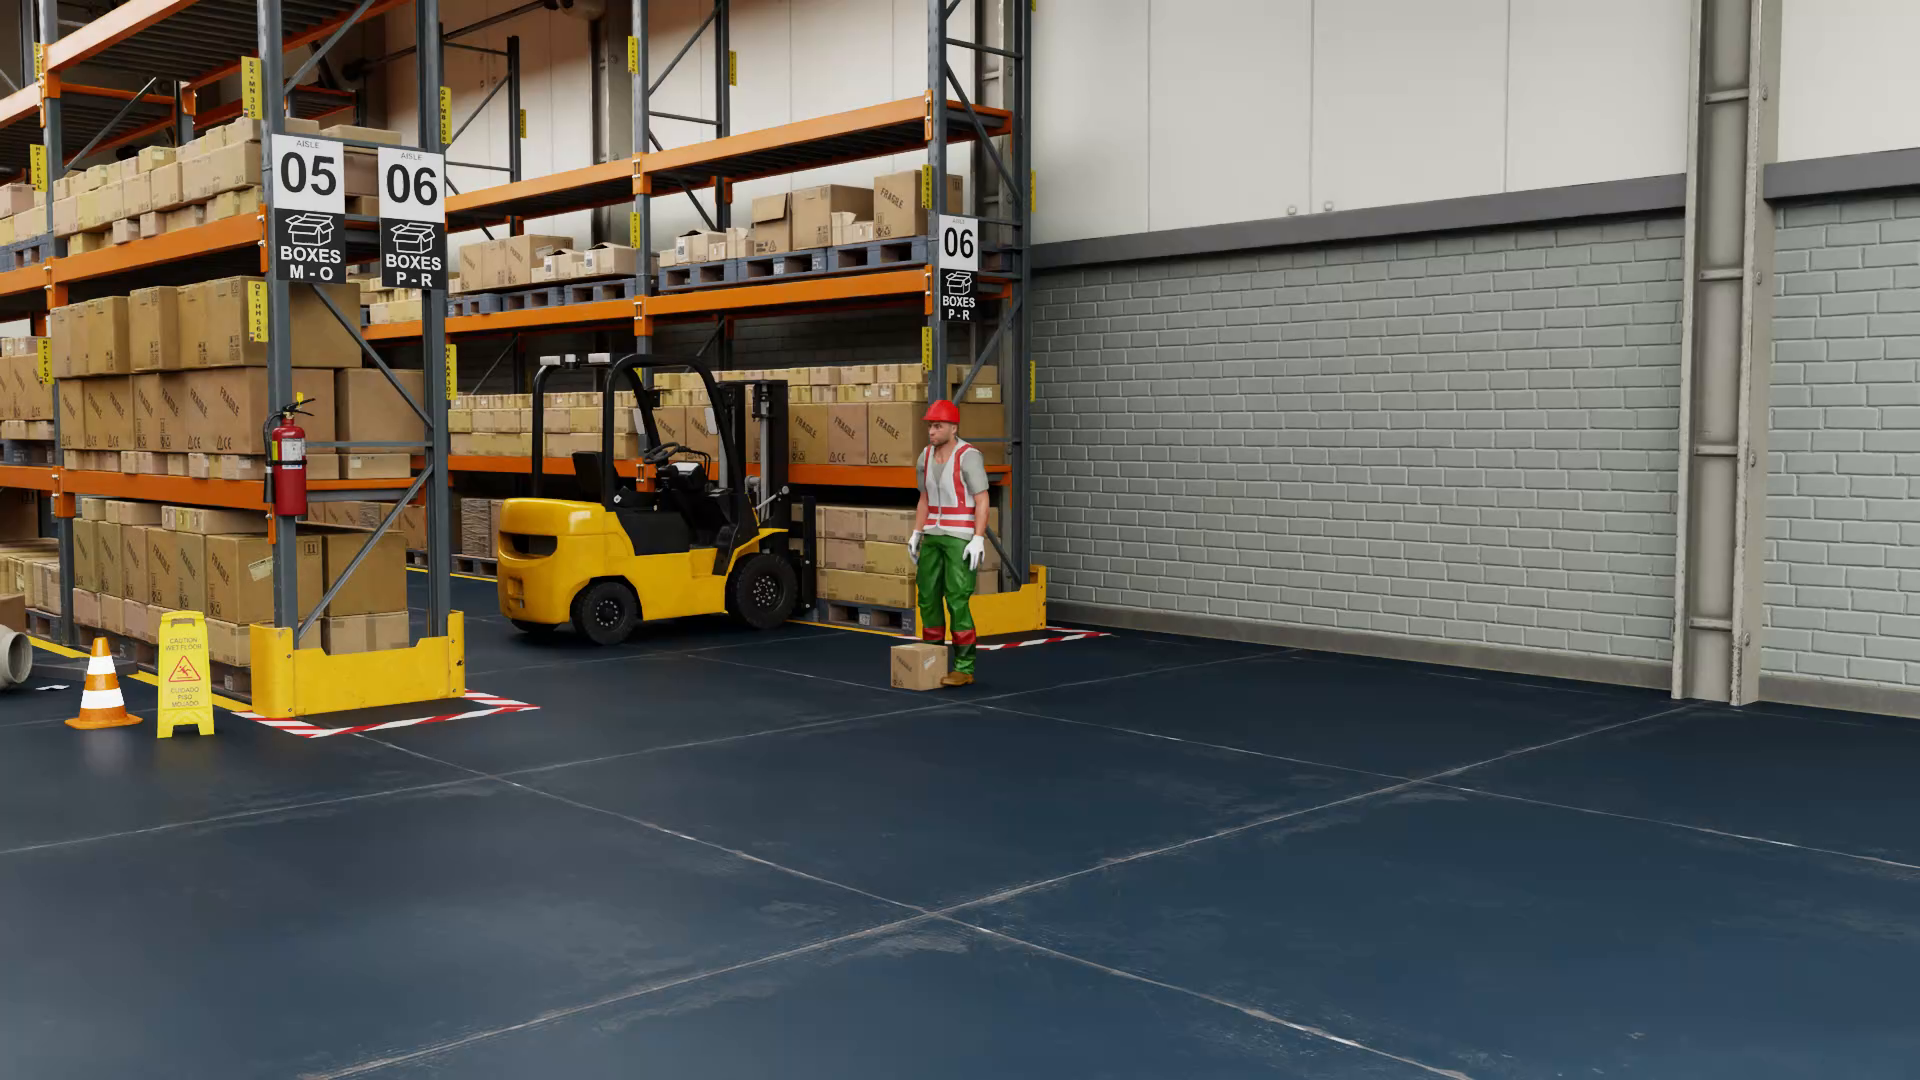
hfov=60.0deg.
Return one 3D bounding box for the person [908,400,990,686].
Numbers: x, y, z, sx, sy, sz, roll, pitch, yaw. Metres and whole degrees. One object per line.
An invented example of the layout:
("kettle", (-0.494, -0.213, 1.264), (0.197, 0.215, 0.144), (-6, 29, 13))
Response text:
("person", (-0.086, 0.014, 10.410), (0.609, 1.777, 0.453), (4, 5, 43))
